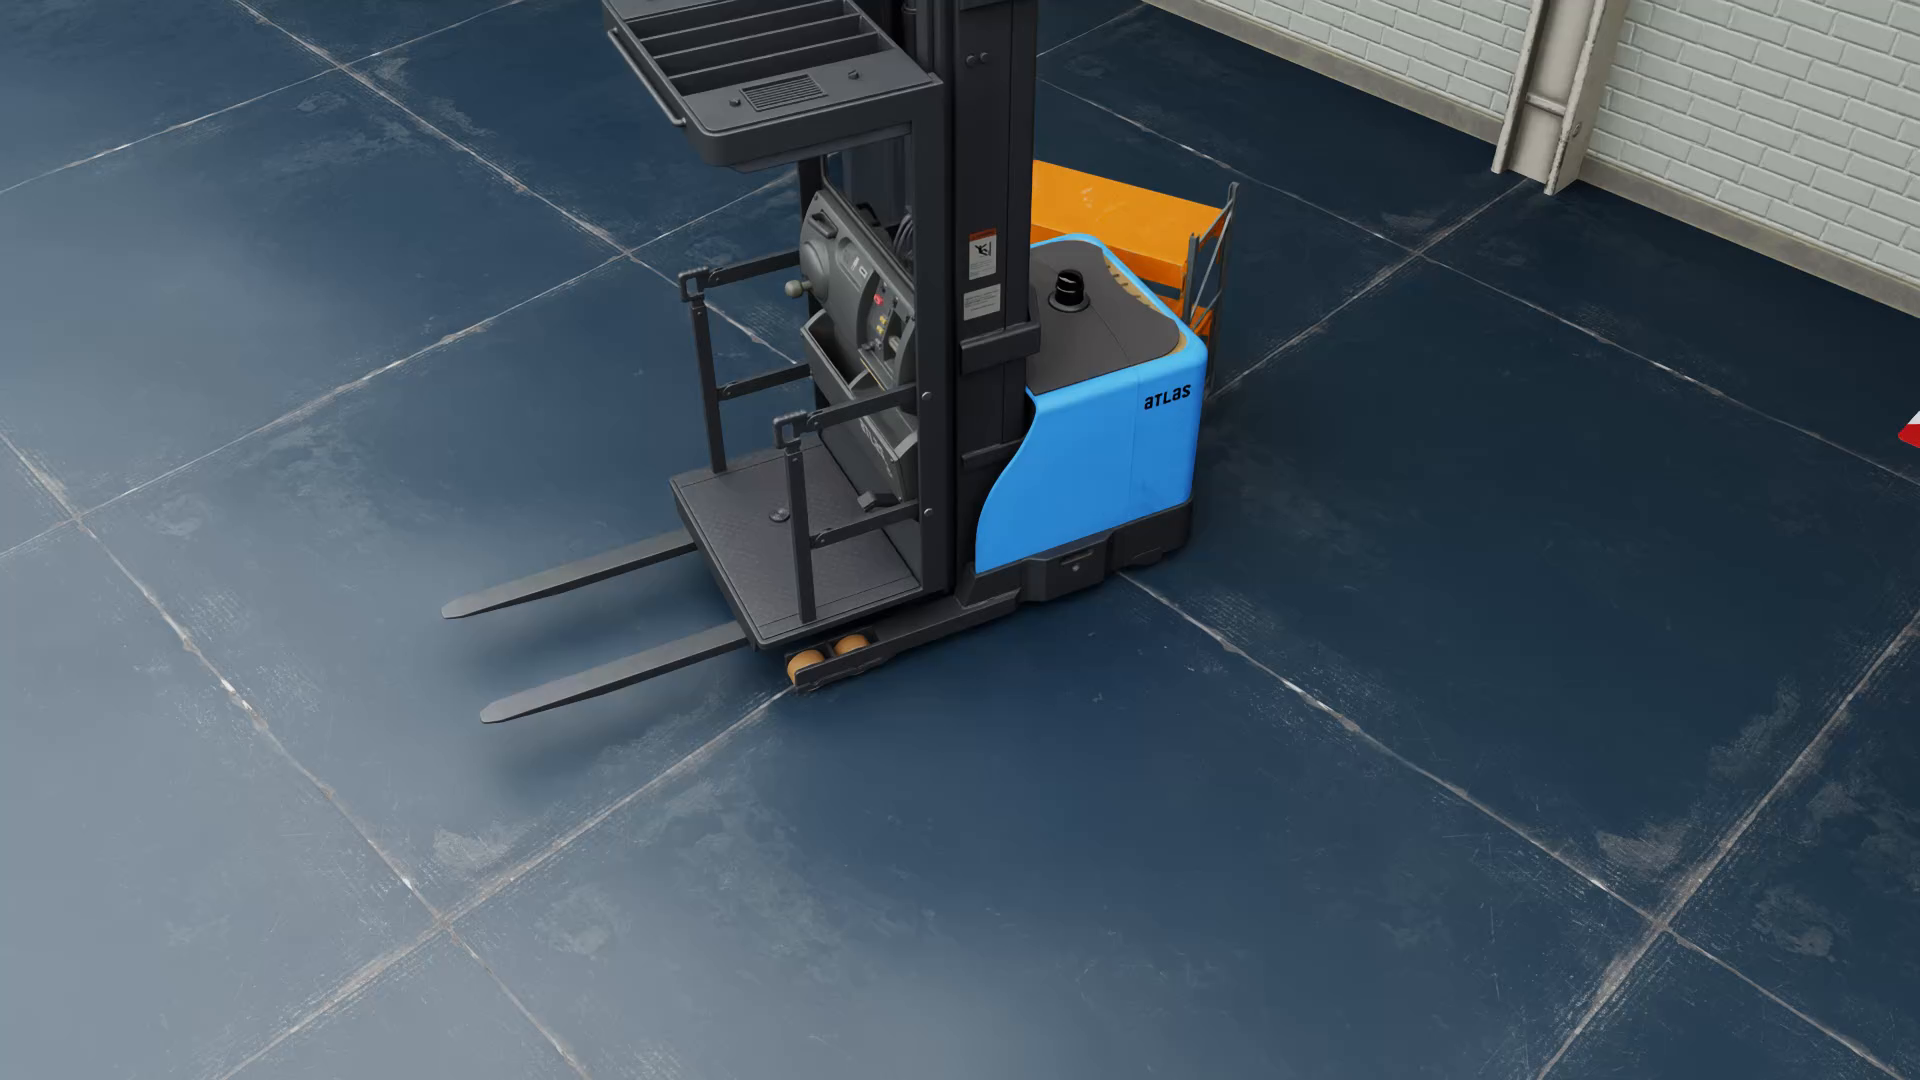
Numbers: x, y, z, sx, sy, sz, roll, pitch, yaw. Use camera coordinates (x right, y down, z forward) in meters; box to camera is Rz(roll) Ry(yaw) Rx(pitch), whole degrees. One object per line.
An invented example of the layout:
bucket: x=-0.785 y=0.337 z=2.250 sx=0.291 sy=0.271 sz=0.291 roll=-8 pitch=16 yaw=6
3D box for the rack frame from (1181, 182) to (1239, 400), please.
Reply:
rack frame: x=1.093 y=-1.004 z=7.508 sx=0.032 sy=1.125 sz=0.500 roll=20 pitch=46 yaw=20

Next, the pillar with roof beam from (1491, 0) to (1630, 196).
pillar with roof beam: x=0.246 y=-3.343 z=4.237 sx=9.100 sy=9.000 sz=0.400 roll=-34 pitch=53 yaw=-31

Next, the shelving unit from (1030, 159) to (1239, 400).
shelving unit: x=0.645 y=-1.167 z=7.684 sx=1.048 sy=1.125 sz=0.538 roll=20 pitch=46 yaw=20

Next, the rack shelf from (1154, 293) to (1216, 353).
rack shelf: x=0.645 y=-0.987 z=7.850 sx=1.000 sy=0.278 sz=0.538 roll=20 pitch=46 yaw=20

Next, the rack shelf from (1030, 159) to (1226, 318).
rack shelf: x=0.645 y=-1.382 z=7.485 sx=1.000 sy=0.278 sz=0.538 roll=20 pitch=46 yaw=20

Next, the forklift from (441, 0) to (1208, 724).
forklift: x=-0.565 y=-0.888 z=6.051 sx=3.031 sy=2.935 sz=1.130 roll=-18 pitch=46 yaw=-19
